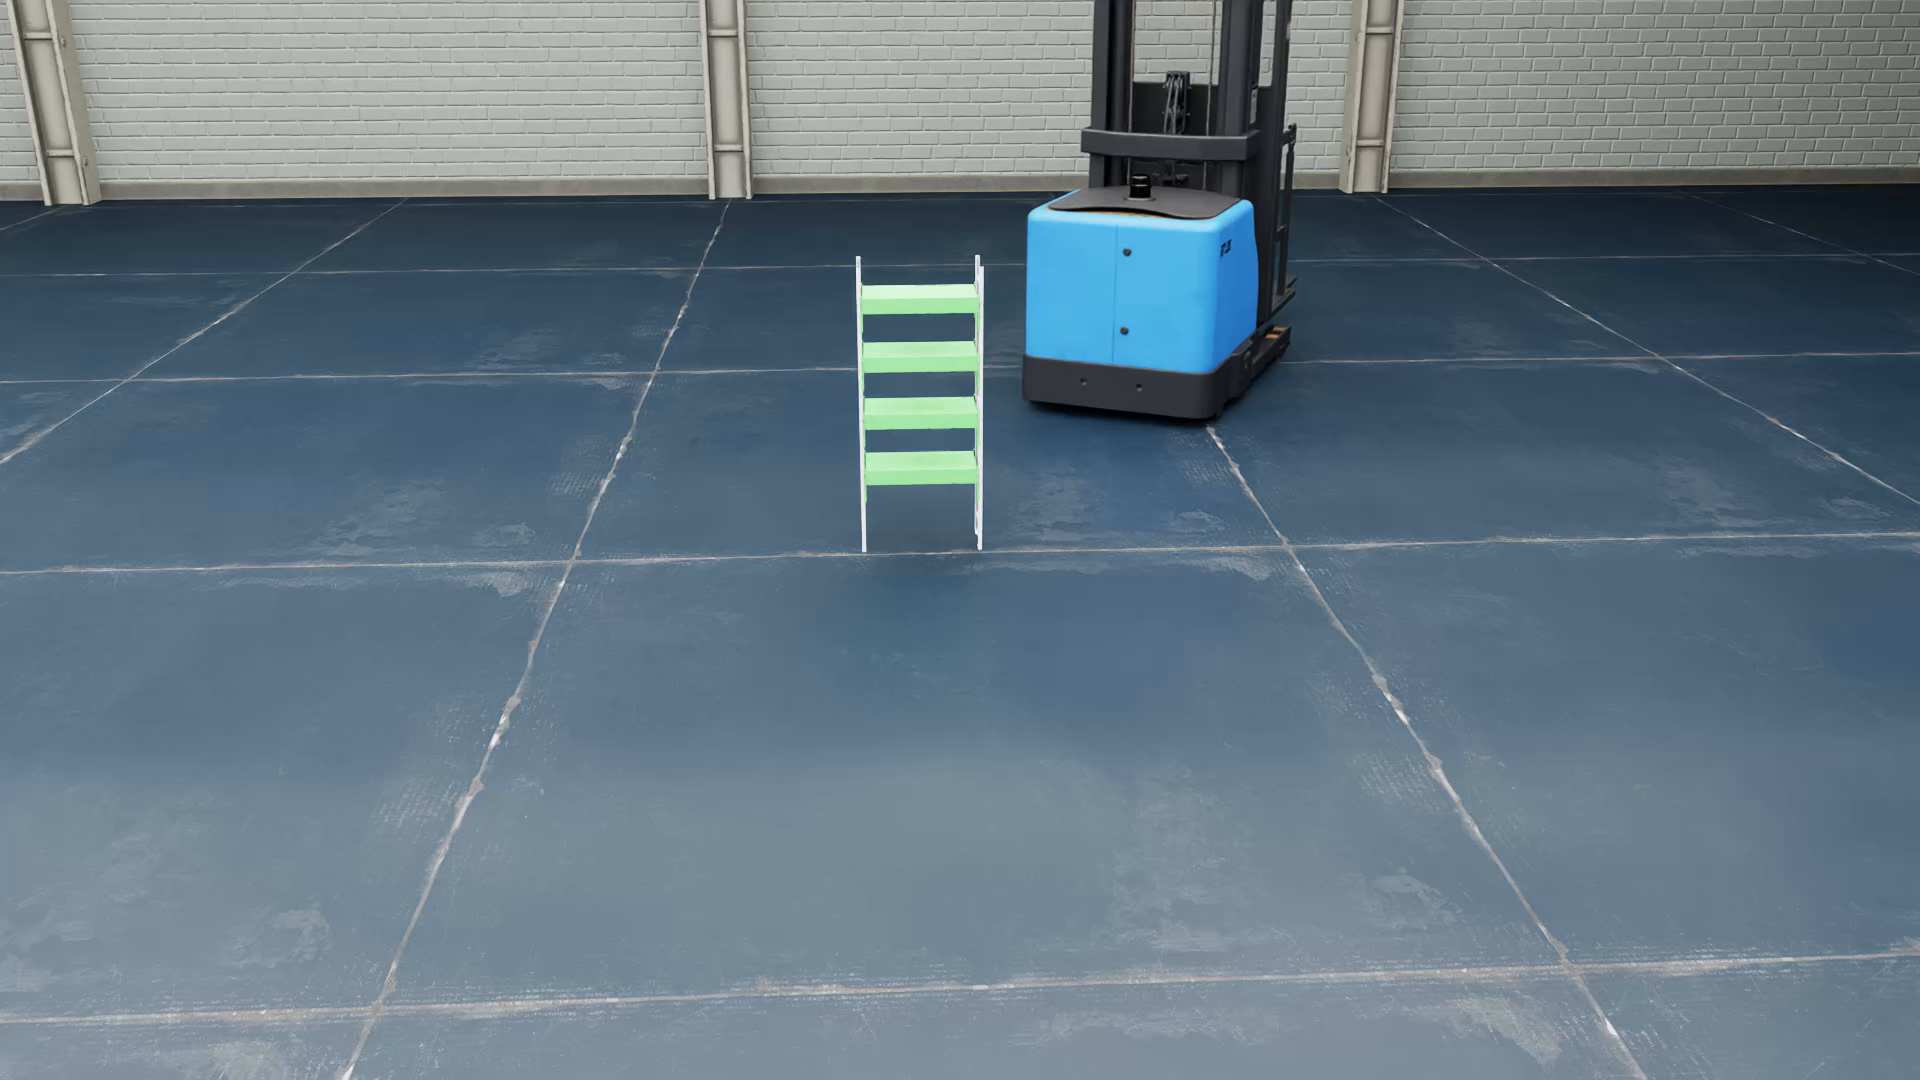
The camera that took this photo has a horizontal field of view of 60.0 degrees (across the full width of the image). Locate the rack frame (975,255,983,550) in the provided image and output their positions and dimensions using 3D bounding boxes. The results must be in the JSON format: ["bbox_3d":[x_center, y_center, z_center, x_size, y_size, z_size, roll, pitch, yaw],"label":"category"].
[{"bbox_3d":[0.078,-0.562,6.912,0.015,1.200,0.240,-1,21,-3],"label":"rack frame"}]

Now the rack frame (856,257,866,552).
[{"bbox_3d":[-0.409,-0.552,6.886,0.015,1.200,0.240,-1,21,-3],"label":"rack frame"}]

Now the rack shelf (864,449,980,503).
[{"bbox_3d":[-0.165,-0.273,7.007,0.480,0.148,0.258,-1,21,-3],"label":"rack shelf"}]

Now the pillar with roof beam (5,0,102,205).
[{"bbox_3d":[-7.884,-5.777,9.646,0.400,9.000,9.100,-1,21,-3],"label":"pillar with roof beam"}]

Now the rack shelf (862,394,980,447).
[{"bbox_3d":[-0.165,-0.498,6.921,0.480,0.148,0.258,-1,21,-3],"label":"rack shelf"}]

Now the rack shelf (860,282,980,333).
[{"bbox_3d":[-0.165,-0.946,6.751,0.480,0.148,0.258,-1,21,-3],"label":"rack shelf"}]

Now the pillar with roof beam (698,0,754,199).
[{"bbox_3d":[-1.894,-5.898,9.966,0.400,9.000,9.100,-1,21,-3],"label":"pillar with roof beam"}]

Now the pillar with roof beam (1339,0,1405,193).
[{"bbox_3d":[4.096,-6.020,10.287,0.400,9.000,9.100,-1,21,-3],"label":"pillar with roof beam"}]

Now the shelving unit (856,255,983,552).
[{"bbox_3d":[-0.165,-0.557,6.899,0.503,1.200,0.258,-1,21,-3],"label":"shelving unit"}]

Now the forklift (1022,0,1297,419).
[{"bbox_3d":[1.365,-2.483,9.523,1.130,2.935,3.031,8,22,21],"label":"forklift"}]

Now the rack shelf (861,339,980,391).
[{"bbox_3d":[-0.165,-0.722,6.836,0.480,0.148,0.258,-1,21,-3],"label":"rack shelf"}]
